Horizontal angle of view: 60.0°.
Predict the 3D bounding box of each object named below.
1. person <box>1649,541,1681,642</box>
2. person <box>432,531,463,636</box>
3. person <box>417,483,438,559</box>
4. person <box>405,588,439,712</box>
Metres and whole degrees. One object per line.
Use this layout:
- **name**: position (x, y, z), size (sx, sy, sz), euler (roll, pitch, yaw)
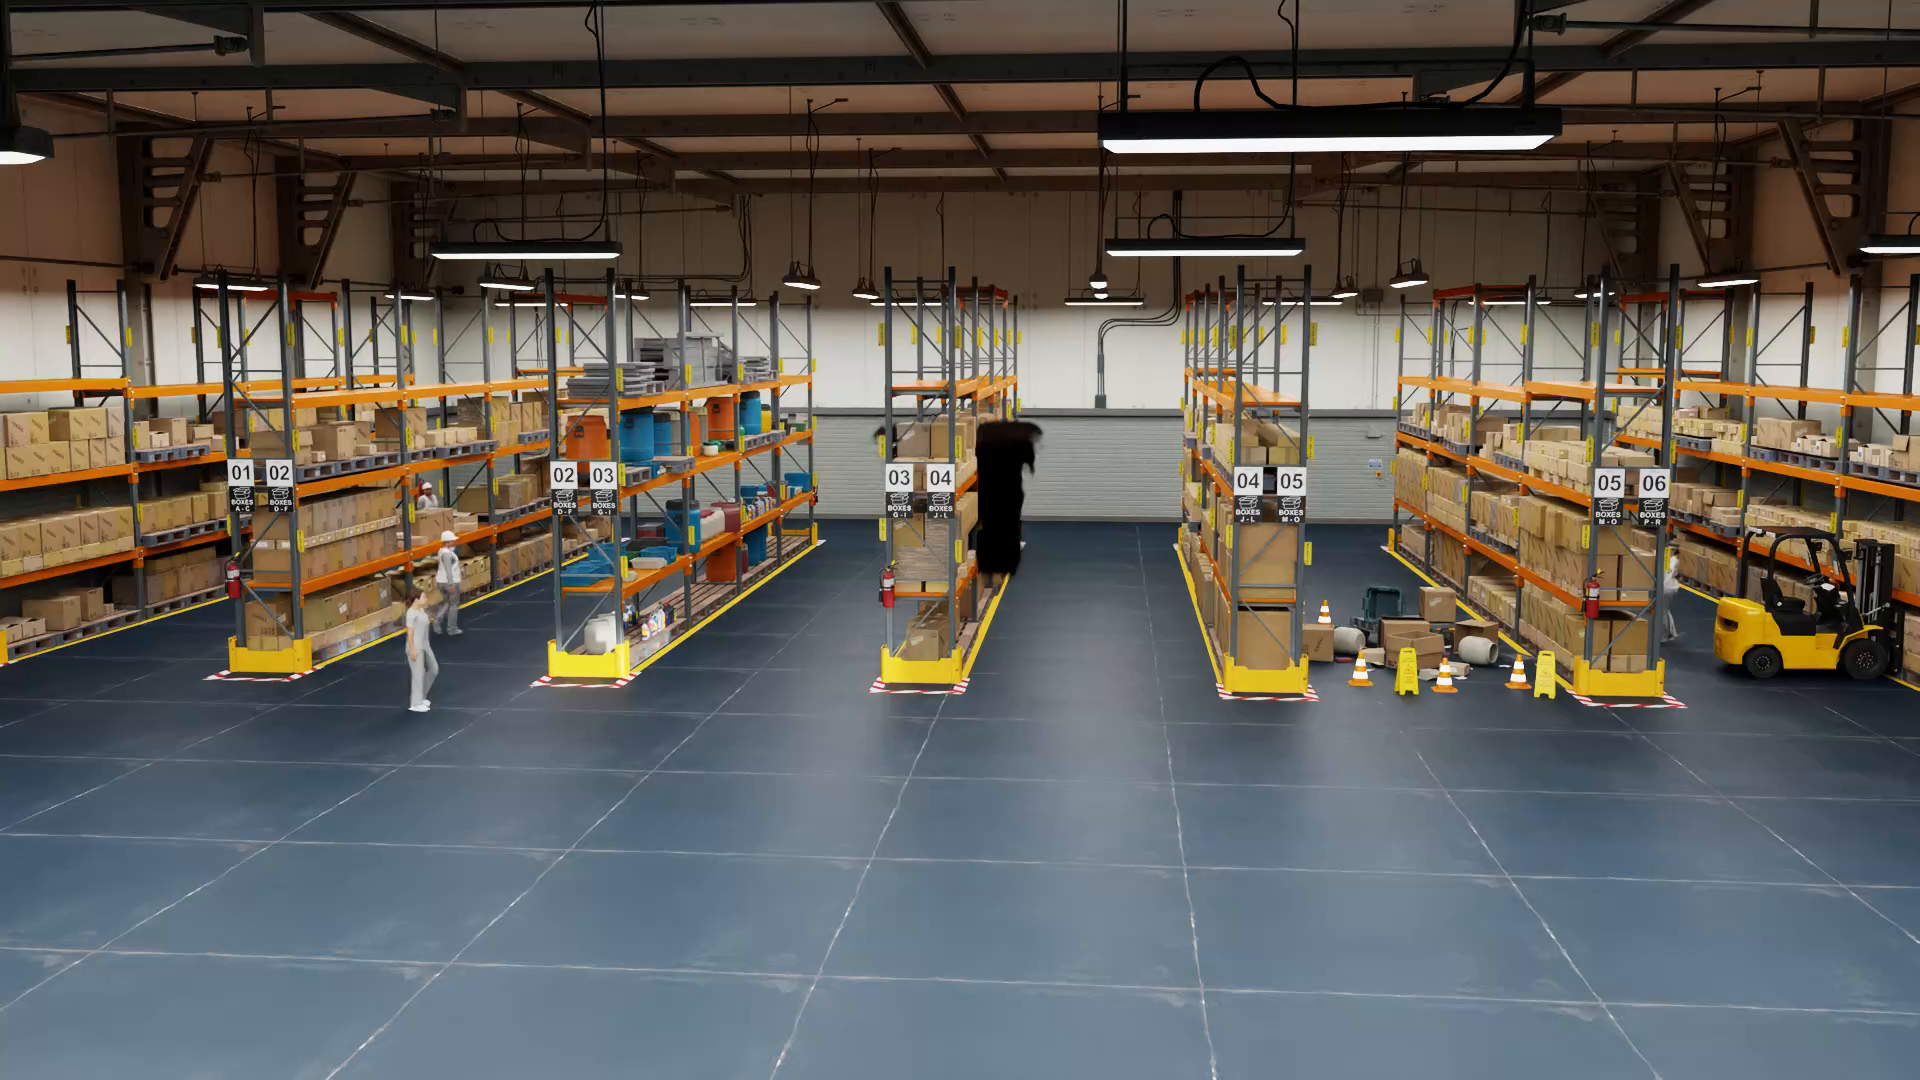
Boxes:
- **person**: position (11.604, 0.861, 27.350), size (0.520, 1.692, 0.420), euler (-6, 9, -39)
- **person**: position (-8.633, 0.722, 27.933), size (0.524, 1.767, 0.525), euler (5, 8, 34)
- **person**: position (-11.809, -0.388, 37.098), size (0.420, 1.801, 0.569), euler (2, 7, 13)
- **person**: position (-7.336, 1.468, 22.423), size (0.444, 1.670, 0.557), euler (2, 7, 13)
